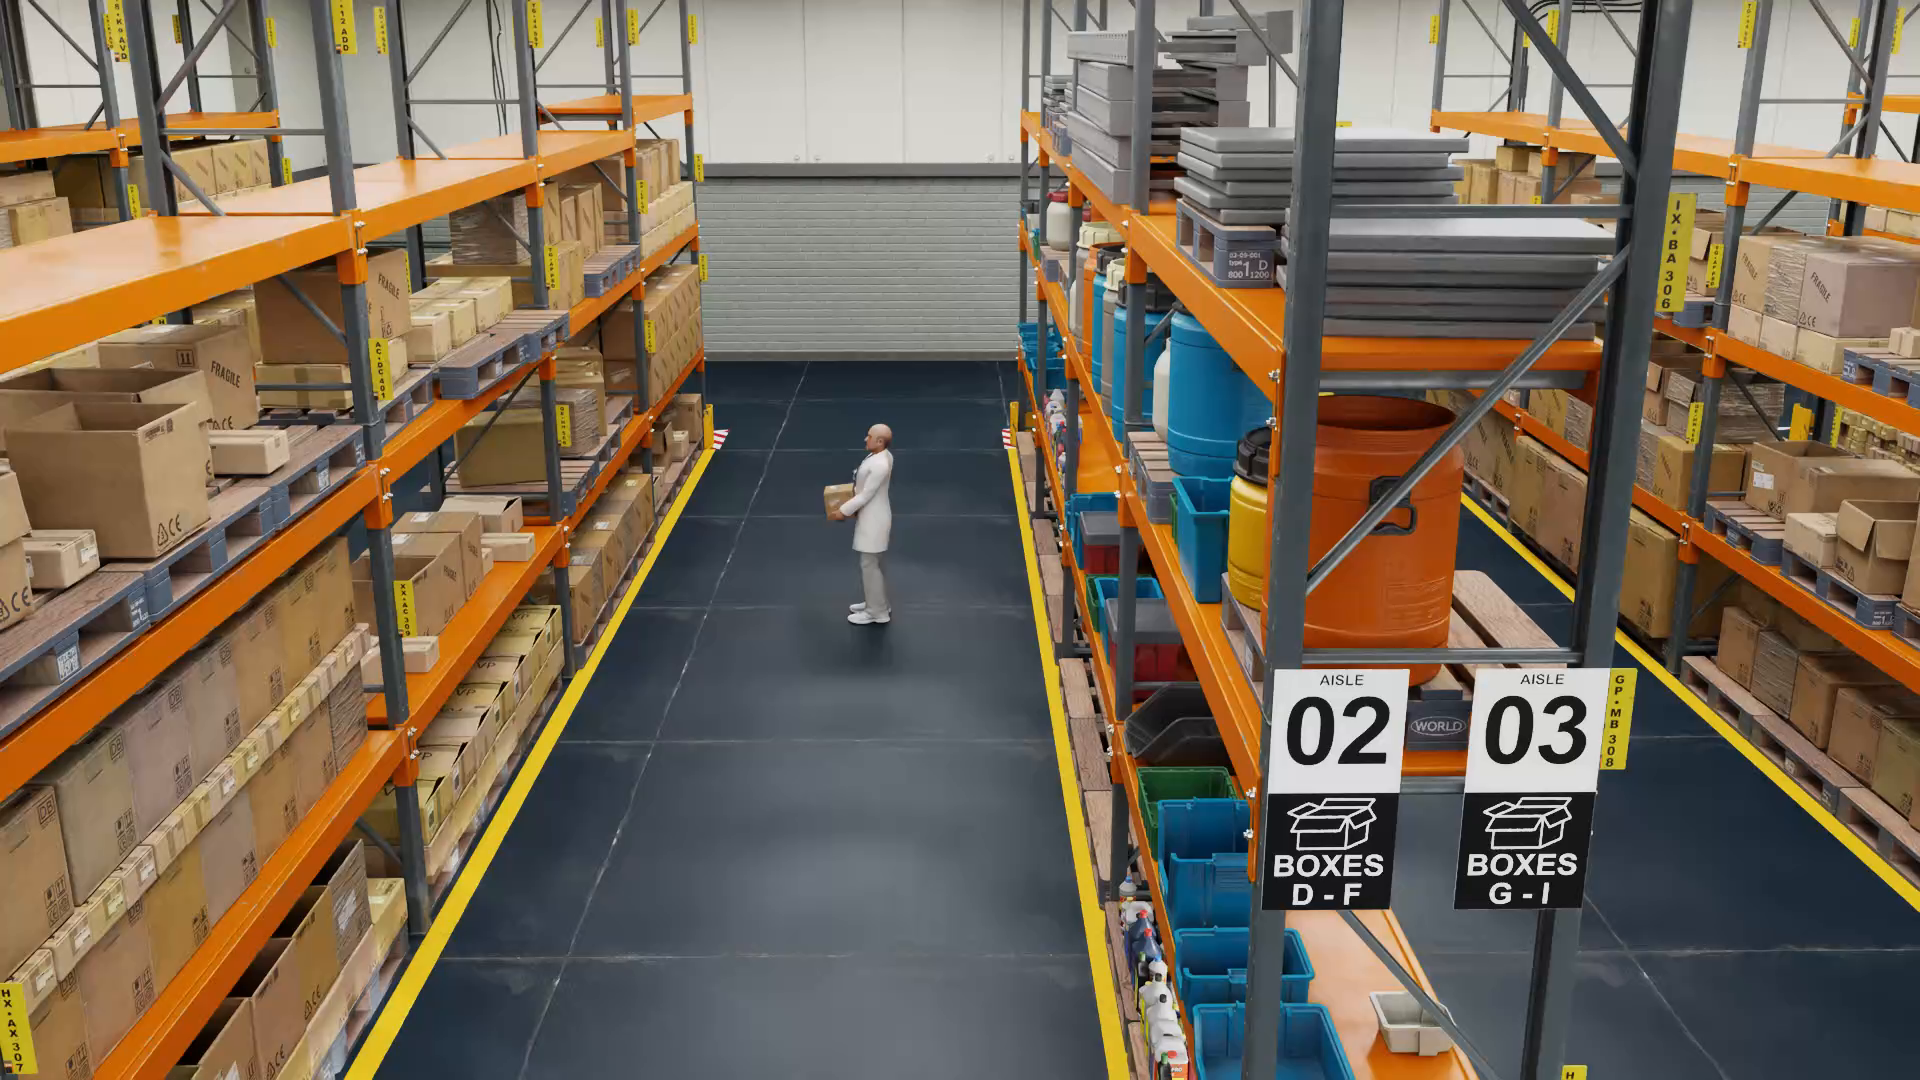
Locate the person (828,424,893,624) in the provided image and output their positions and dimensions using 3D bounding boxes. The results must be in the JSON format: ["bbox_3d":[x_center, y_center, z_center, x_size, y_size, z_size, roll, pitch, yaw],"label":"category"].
[{"bbox_3d":[-0.864,-0.154,14.588,0.563,1.769,0.530,0,17,0],"label":"person"}]
